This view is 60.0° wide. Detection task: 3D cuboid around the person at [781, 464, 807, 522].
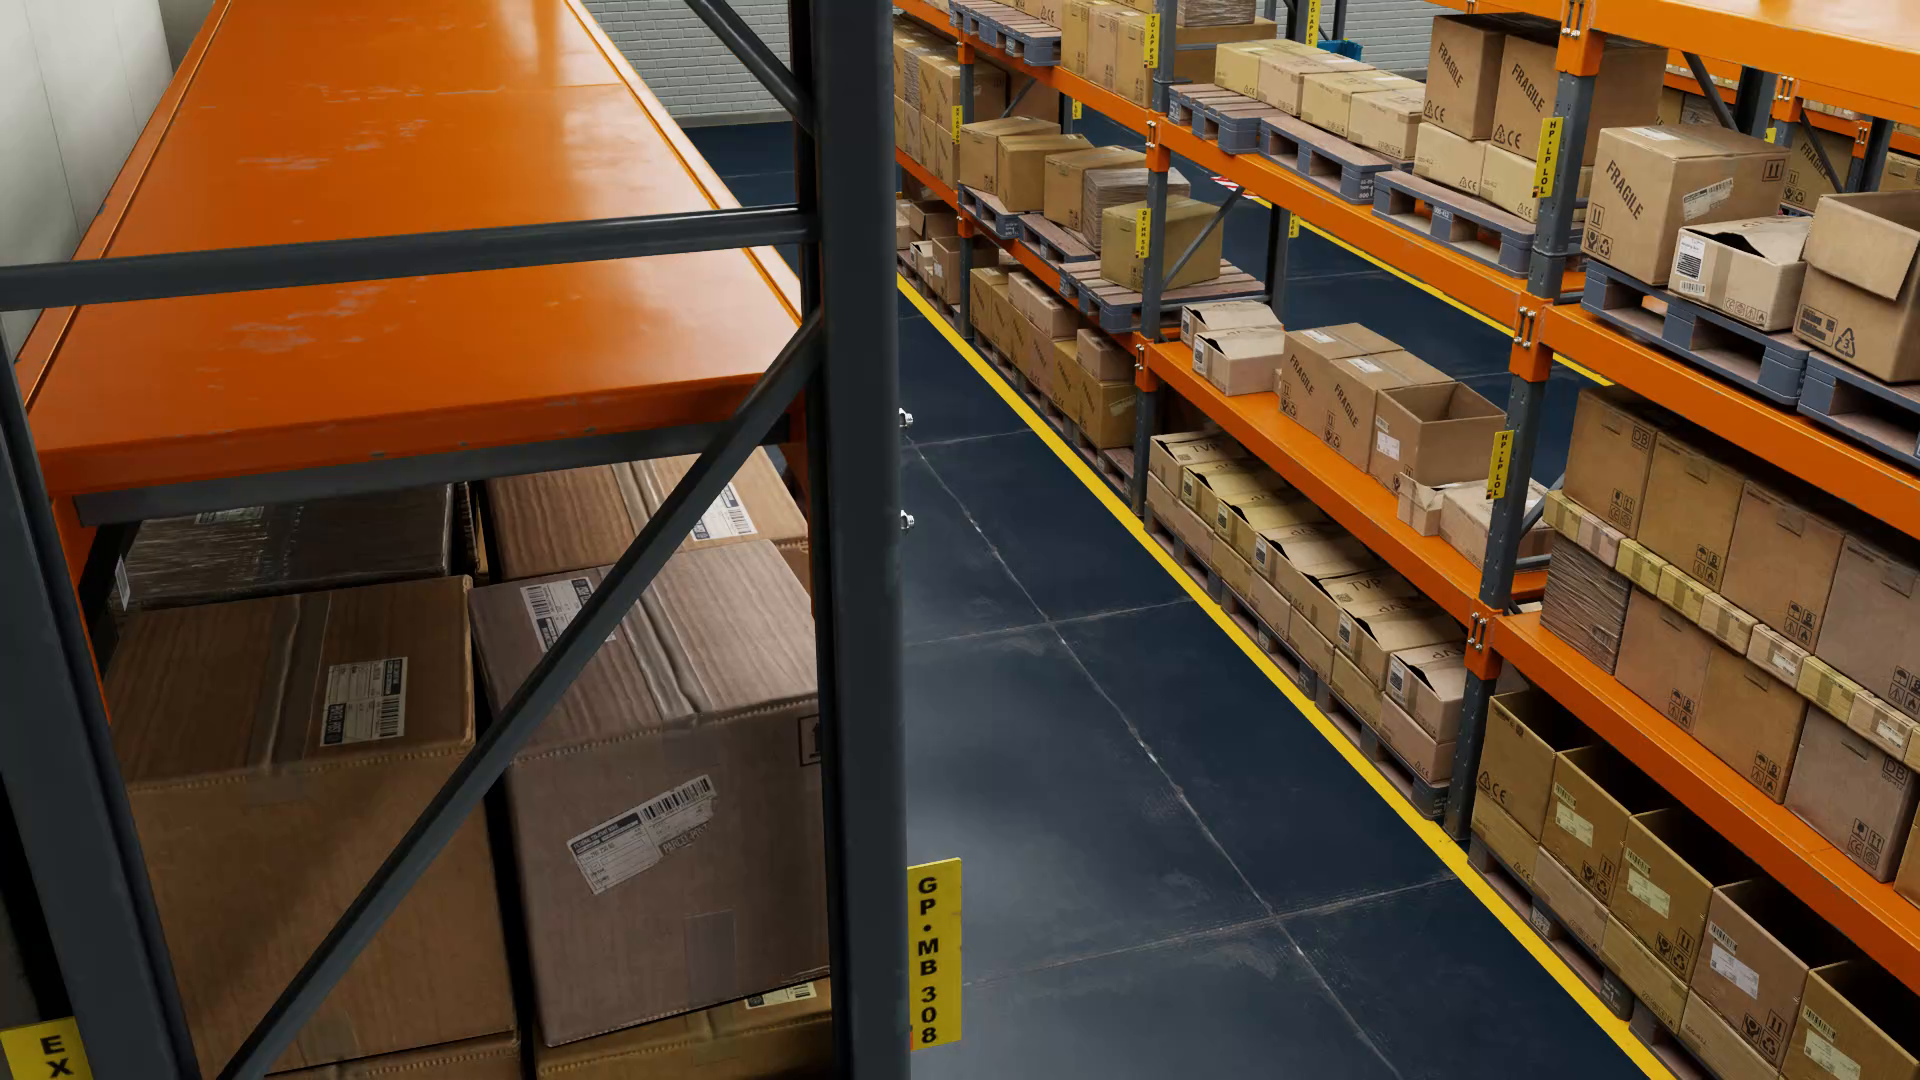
[{"bbox_3d":[-0.893,0.076,9.486,0.556,1.561,0.526,-8,27,-17],"label":"person"}]
